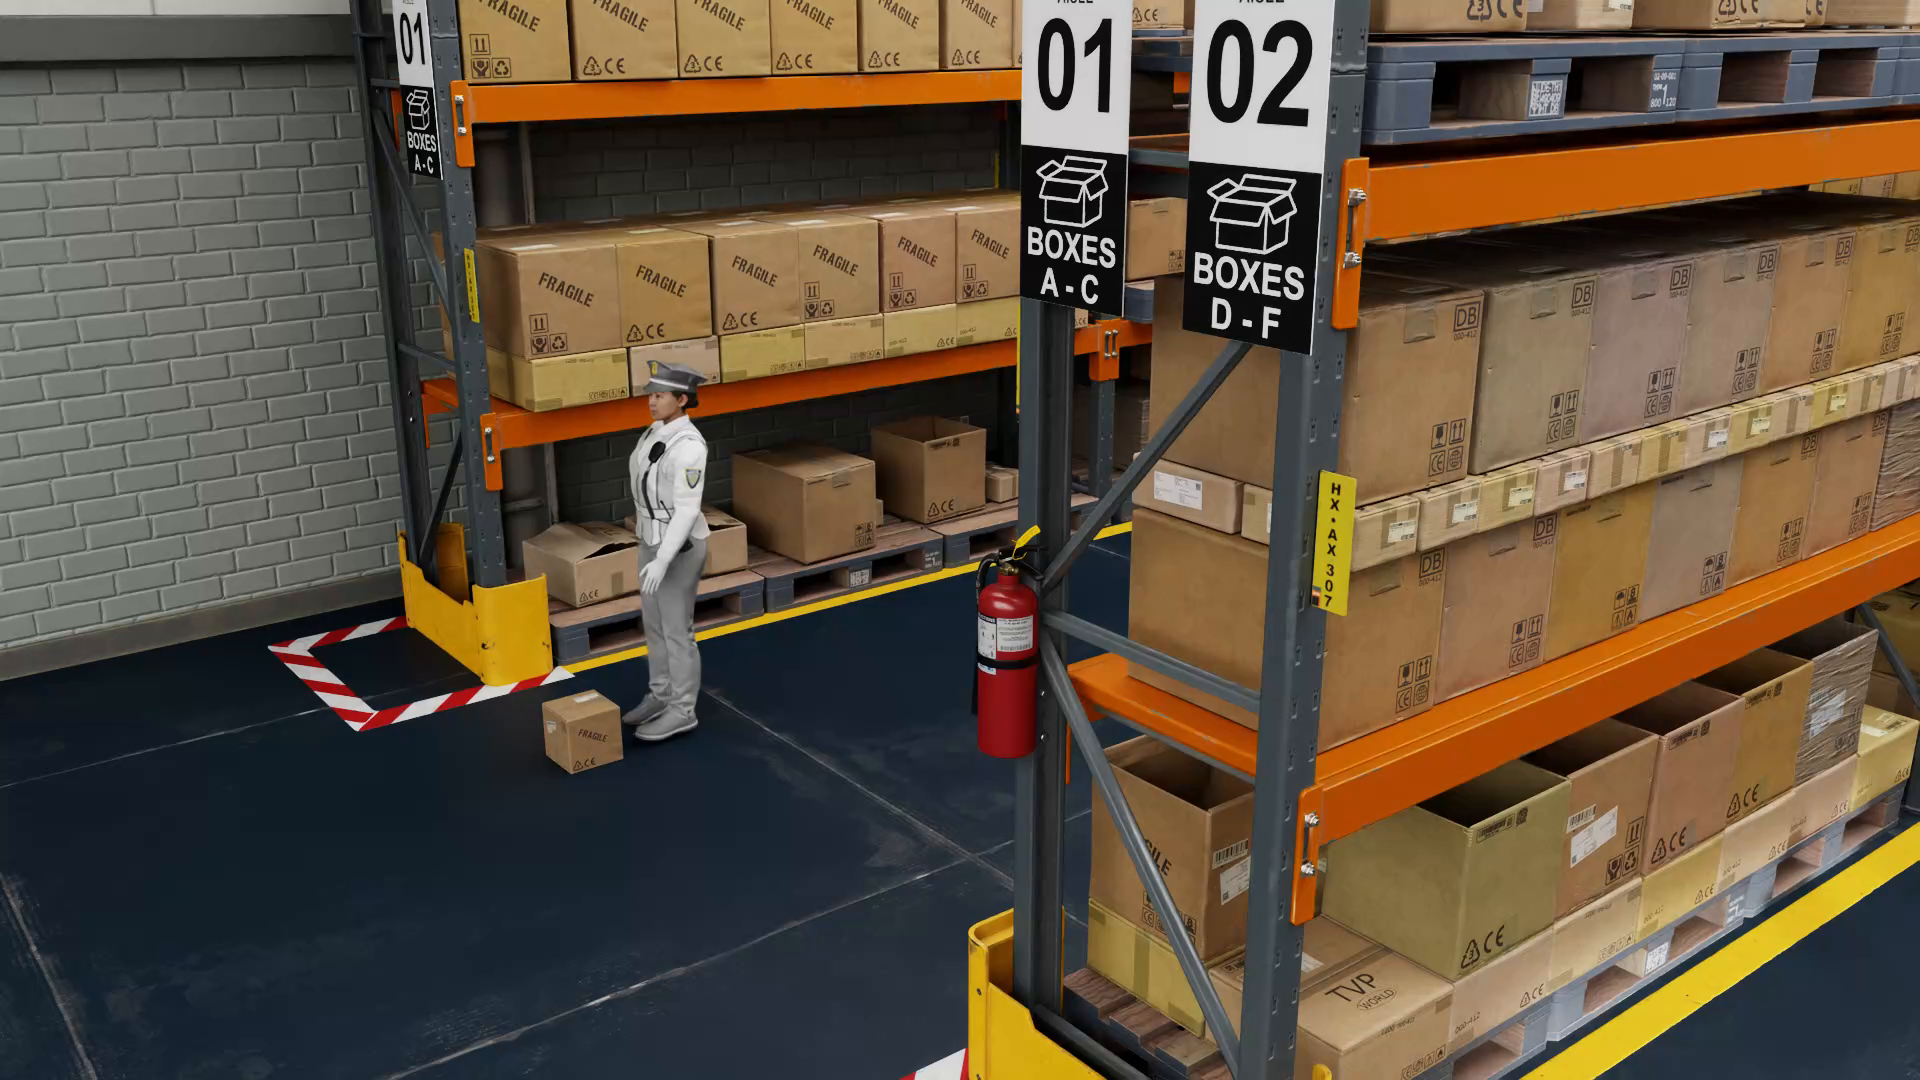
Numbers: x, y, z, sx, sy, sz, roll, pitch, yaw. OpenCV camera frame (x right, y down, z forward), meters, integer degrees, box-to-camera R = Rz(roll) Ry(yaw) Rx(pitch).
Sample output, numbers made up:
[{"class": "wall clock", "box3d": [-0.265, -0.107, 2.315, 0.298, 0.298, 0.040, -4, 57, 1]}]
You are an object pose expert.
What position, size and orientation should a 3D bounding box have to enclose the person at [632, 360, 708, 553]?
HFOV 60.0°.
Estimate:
[{"class": "person", "box3d": [-1.255, -0.385, 7.182, 0.348, 0.816, 0.374, -10, 20, -28]}]
